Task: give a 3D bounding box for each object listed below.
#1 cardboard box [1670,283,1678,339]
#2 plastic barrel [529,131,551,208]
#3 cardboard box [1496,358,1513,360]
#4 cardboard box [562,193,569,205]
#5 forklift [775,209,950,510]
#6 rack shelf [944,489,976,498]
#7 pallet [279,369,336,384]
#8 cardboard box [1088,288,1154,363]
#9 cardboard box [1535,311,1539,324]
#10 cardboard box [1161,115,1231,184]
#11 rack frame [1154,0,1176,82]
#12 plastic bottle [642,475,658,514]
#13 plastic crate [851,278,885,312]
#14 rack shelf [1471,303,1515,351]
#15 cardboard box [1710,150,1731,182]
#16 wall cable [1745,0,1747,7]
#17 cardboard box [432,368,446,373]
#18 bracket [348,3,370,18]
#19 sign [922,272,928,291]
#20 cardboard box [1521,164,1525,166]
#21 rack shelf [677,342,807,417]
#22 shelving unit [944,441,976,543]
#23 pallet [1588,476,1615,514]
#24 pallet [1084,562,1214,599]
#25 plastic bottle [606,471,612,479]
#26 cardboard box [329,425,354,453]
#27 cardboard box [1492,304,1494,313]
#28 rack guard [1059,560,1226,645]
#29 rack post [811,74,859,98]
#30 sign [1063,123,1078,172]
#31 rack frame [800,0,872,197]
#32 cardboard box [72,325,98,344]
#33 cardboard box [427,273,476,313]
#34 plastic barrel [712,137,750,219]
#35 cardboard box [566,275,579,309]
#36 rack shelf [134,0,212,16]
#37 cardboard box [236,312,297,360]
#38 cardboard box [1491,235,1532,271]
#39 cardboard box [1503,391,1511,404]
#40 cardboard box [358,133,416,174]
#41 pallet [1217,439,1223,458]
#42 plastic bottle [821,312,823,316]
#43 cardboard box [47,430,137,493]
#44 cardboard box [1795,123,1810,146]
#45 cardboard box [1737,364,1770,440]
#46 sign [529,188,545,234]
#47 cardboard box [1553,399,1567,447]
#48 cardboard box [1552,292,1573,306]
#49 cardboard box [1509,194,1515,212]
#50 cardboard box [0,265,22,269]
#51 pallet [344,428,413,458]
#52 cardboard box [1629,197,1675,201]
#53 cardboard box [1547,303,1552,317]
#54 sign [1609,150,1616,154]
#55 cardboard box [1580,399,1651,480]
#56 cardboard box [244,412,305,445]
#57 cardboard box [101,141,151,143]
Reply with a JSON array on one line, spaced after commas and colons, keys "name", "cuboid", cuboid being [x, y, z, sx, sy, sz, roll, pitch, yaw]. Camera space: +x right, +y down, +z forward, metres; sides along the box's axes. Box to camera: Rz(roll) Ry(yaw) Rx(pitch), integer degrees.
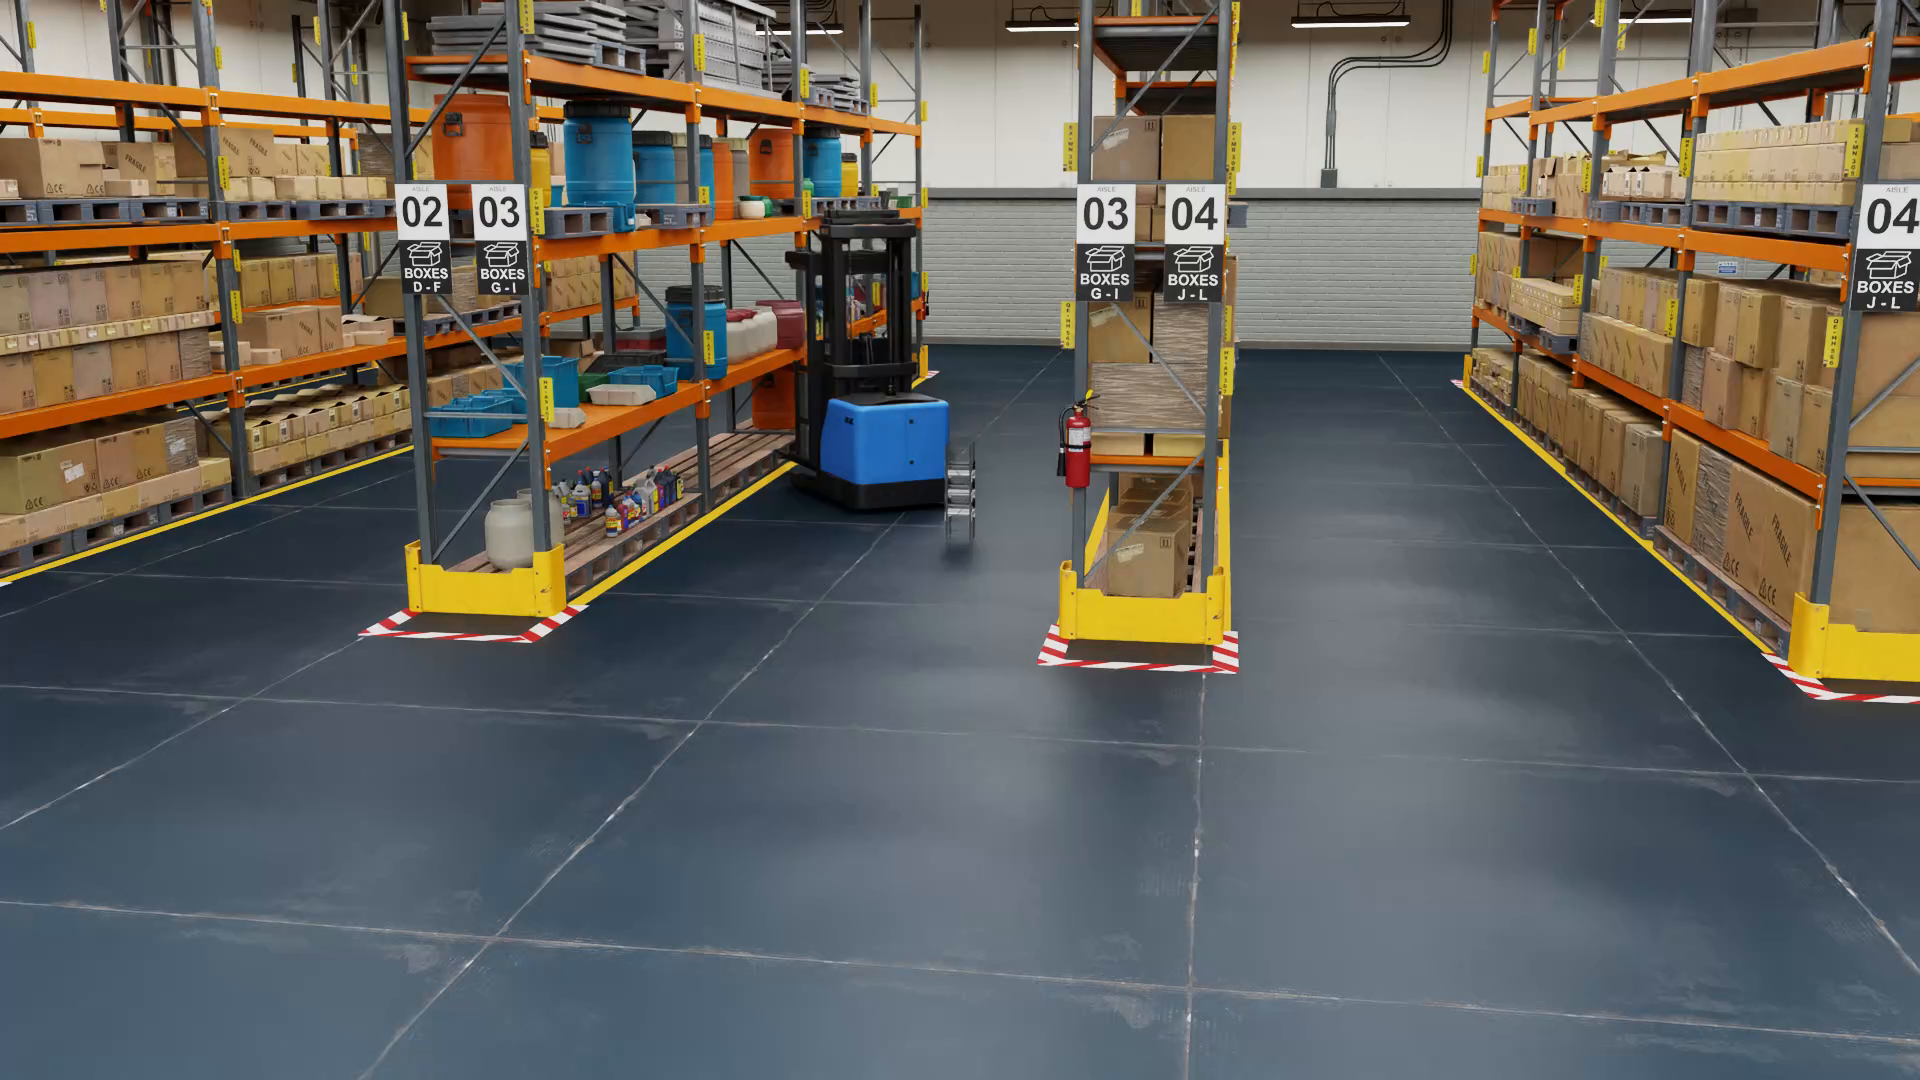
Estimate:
[{"name": "cardboard box", "cuboid": [6.871, -2.051, 15.036, 0.700, 0.500, 0.500, 2, 12, 8]}, {"name": "plastic barrel", "cuboid": [-3.544, -2.924, 13.136, 0.600, 0.588, 0.600, 0, 12, 0]}, {"name": "cardboard box", "cuboid": [8.103, -2.582, 24.469, 0.380, 0.149, 0.250, 2, 12, 9]}, {"name": "cardboard box", "cuboid": [-6.242, -5.169, 25.350, 0.500, 0.250, 0.500, 2, 12, 9]}, {"name": "forklift", "cuboid": [-1.172, -1.995, 17.549, 1.130, 2.935, 3.031, -6, 13, -25]}, {"name": "rack shelf", "cuboid": [0.001, -0.409, 15.170, 0.258, 0.077, 0.200, 2, 12, 9]}, {"name": "pallet", "cuboid": [-11.158, -2.786, 27.675, 1.003, 0.211, 1.213, 2, 12, 9]}, {"name": "cardboard box", "cuboid": [1.140, -1.564, 12.072, 0.500, 0.500, 0.500, 2, 12, 9]}, {"name": "cardboard box", "cuboid": [7.240, -2.709, 20.301, 0.380, 0.149, 0.250, 2, 12, 10]}, {"name": "cardboard box", "cuboid": [1.795, -2.964, 12.634, 0.500, 0.500, 0.500, 2, 12, 8]}, {"name": "rack frame", "cuboid": [3.145, -6.189, 22.610, 1.000, 3.000, 0.127, 2, 12, 9]}, {"name": "plastic bottle", "cuboid": [-2.873, -0.422, 15.329, 0.144, 0.351, 0.185, 2, 12, 8]}, {"name": "plastic crate", "cuboid": [-1.364, -3.656, 24.798, 0.402, 0.464, 0.583, 2, 12, 9]}, {"name": "rack shelf", "cuboid": [8.338, -3.140, 24.406, 1.077, 0.370, 4.000, 2, 12, 9]}, {"name": "cardboard box", "cuboid": [6.372, -3.005, 13.367, 0.500, 0.250, 0.500, 2, 12, 8]}, {"name": "wall cable", "cuboid": [13.113, -11.154, 29.980, 2.355, 3.000, 0.029, 2, 12, 9]}, {"name": "cardboard box", "cuboid": [-7.266, -2.049, 22.527, 0.500, 0.500, 0.500, 1, 12, 7]}, {"name": "bracket", "cuboid": [-11.075, -9.755, 30.612, 0.235, 0.232, 0.430, 2, 12, 9]}, {"name": "sign", "cuboid": [-0.587, -4.315, 27.766, 0.100, 0.325, 0.005, 2, 12, 9]}, {"name": "cardboard box", "cuboid": [7.839, -5.037, 22.604, 0.380, 0.149, 0.250, 2, 12, 10]}, {"name": "rack shelf", "cuboid": [-2.671, -1.817, 18.267, 1.077, 0.370, 4.000, 2, 12, 9]}, {"name": "shelving unit", "cuboid": [0.001, -0.442, 15.163, 0.258, 0.900, 0.210, 2, 12, 9]}, {"name": "pallet", "cuboid": [7.030, -0.464, 16.904, 1.003, 0.211, 1.213, 2, 12, 9]}, {"name": "pallet", "cuboid": [1.471, 0.421, 12.797, 1.003, 0.211, 1.213, 2, 12, 9]}, {"name": "plastic bottle", "cuboid": [-3.379, -0.516, 15.925, 0.061, 0.283, 0.133, 2, 12, 9]}, {"name": "cardboard box", "cuboid": [-7.330, -1.170, 19.091, 0.500, 0.250, 0.500, 2, 12, 10]}, {"name": "cardboard box", "cuboid": [8.143, -3.455, 24.758, 0.380, 0.149, 0.250, 2, 12, 8]}, {"name": "rack guard", "cuboid": [1.311, 0.447, 11.988, 1.175, 0.500, 0.348, 2, 12, 9]}, {"name": "rack post", "cuboid": [-1.909, -6.139, 22.554, 0.937, 0.300, 0.954, 2, 12, 8]}, {"name": "sign", "cuboid": [0.754, -2.680, 11.344, 0.100, 0.325, 0.005, 2, 12, 9]}, {"name": "rack frame", "cuboid": [-1.749, -6.350, 23.355, 1.000, 3.000, 0.127, 2, 12, 9]}, {"name": "cardboard box", "cuboid": [-7.978, -1.841, 14.896, 0.380, 0.149, 0.250, 2, 12, 9]}, {"name": "cardboard box", "cuboid": [-6.943, -3.319, 22.296, 0.700, 0.500, 0.500, 4, 13, 19]}, {"name": "plastic barrel", "cuboid": [-2.705, -4.132, 18.994, 0.600, 0.901, 0.600, 0, 12, 0]}, {"name": "cardboard box", "cuboid": [-6.219, -3.831, 25.671, 0.500, 0.500, 0.500, 2, 12, 10]}, {"name": "rack shelf", "cuboid": [-11.845, -7.528, 22.638, 1.077, 0.370, 4.000, 2, 12, 9]}, {"name": "cardboard box", "cuboid": [-7.658, -2.231, 18.245, 0.500, 0.500, 0.500, 3, 12, 13]}, {"name": "cardboard box", "cuboid": [8.066, -4.187, 24.241, 0.500, 0.500, 0.500, 1, 12, 7]}, {"name": "cardboard box", "cuboid": [7.754, -1.979, 23.085, 0.380, 0.149, 0.250, 2, 12, 9]}, {"name": "cardboard box", "cuboid": [-7.184, -4.840, 20.860, 0.500, 0.500, 0.500, 2, 12, 9]}, {"name": "pallet", "cuboid": [2.726, -1.223, 20.422, 1.003, 0.211, 1.213, 2, 12, 9]}, {"name": "plastic bottle", "cuboid": [-1.791, -2.817, 21.506, 0.097, 0.271, 0.097, 0, 12, 0]}, {"name": "cardboard box", "cuboid": [-7.953, -0.725, 15.243, 0.500, 0.500, 0.500, 2, 12, 9]}, {"name": "cardboard box", "cuboid": [6.019, -2.805, 11.495, 0.380, 0.149, 0.250, 2, 12, 10]}, {"name": "cardboard box", "cuboid": [6.511, -1.068, 12.732, 0.875, 0.550, 0.500, 2, 12, 9]}, {"name": "sign", "cuboid": [-3.051, -2.371, 11.992, 0.100, 0.325, 0.005, 2, 12, 9]}, {"name": "cardboard box", "cuboid": [7.258, -1.371, 19.429, 0.500, 0.500, 0.500, 2, 12, 8]}, {"name": "cardboard box", "cuboid": [7.079, -2.785, 19.239, 0.380, 0.149, 0.250, 2, 12, 8]}, {"name": "cardboard box", "cuboid": [7.928, -4.683, 23.094, 0.500, 0.250, 0.500, 2, 12, 8]}, {"name": "cardboard box", "cuboid": [-12.176, -3.414, 21.149, 0.380, 0.149, 0.250, 0, 12, 1]}, {"name": "pallet", "cuboid": [-7.423, -1.213, 20.376, 1.003, 0.211, 1.213, 2, 12, 9]}, {"name": "cardboard box", "cuboid": [7.766, -3.868, 18.720, 0.500, 0.500, 0.500, 2, 12, 9]}, {"name": "cardboard box", "cuboid": [7.119, -2.698, 19.544, 0.380, 0.149, 0.250, 2, 12, 10]}, {"name": "sign", "cuboid": [8.580, -4.969, 21.907, 0.100, 0.325, 0.005, 2, 12, 9]}, {"name": "cardboard box", "cuboid": [7.102, -1.042, 17.308, 1.050, 0.750, 0.750, 2, 12, 10]}, {"name": "cardboard box", "cuboid": [-7.481, -1.230, 18.038, 0.500, 0.311, 0.500, 2, 12, 8]}, {"name": "cardboard box", "cuboid": [-11.873, -5.541, 23.659, 0.500, 0.250, 0.500, 1, 12, 7]}]
